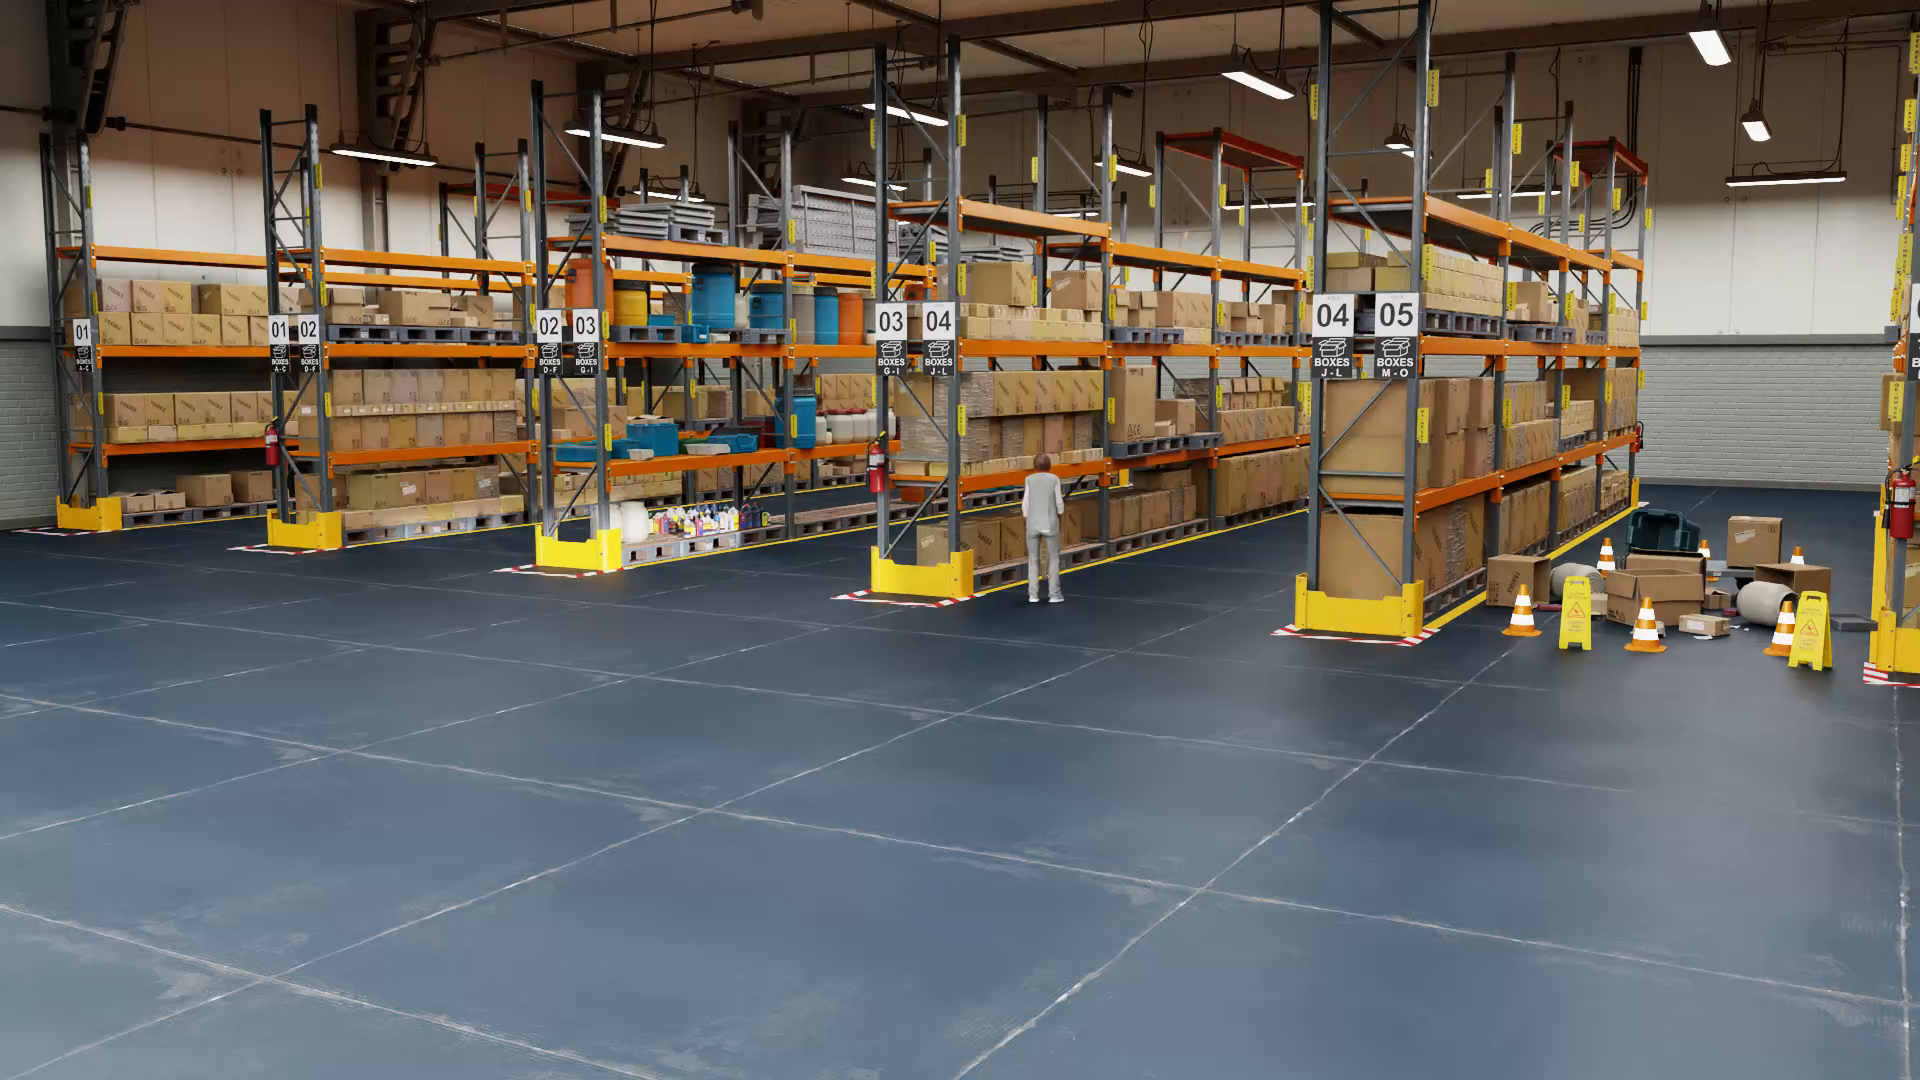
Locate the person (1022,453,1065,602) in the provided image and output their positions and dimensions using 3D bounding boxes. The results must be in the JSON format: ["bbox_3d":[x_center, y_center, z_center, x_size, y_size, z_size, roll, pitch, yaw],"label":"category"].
[{"bbox_3d":[0.885,-0.127,17.735,0.455,1.596,0.341,1,6,11],"label":"person"}]
